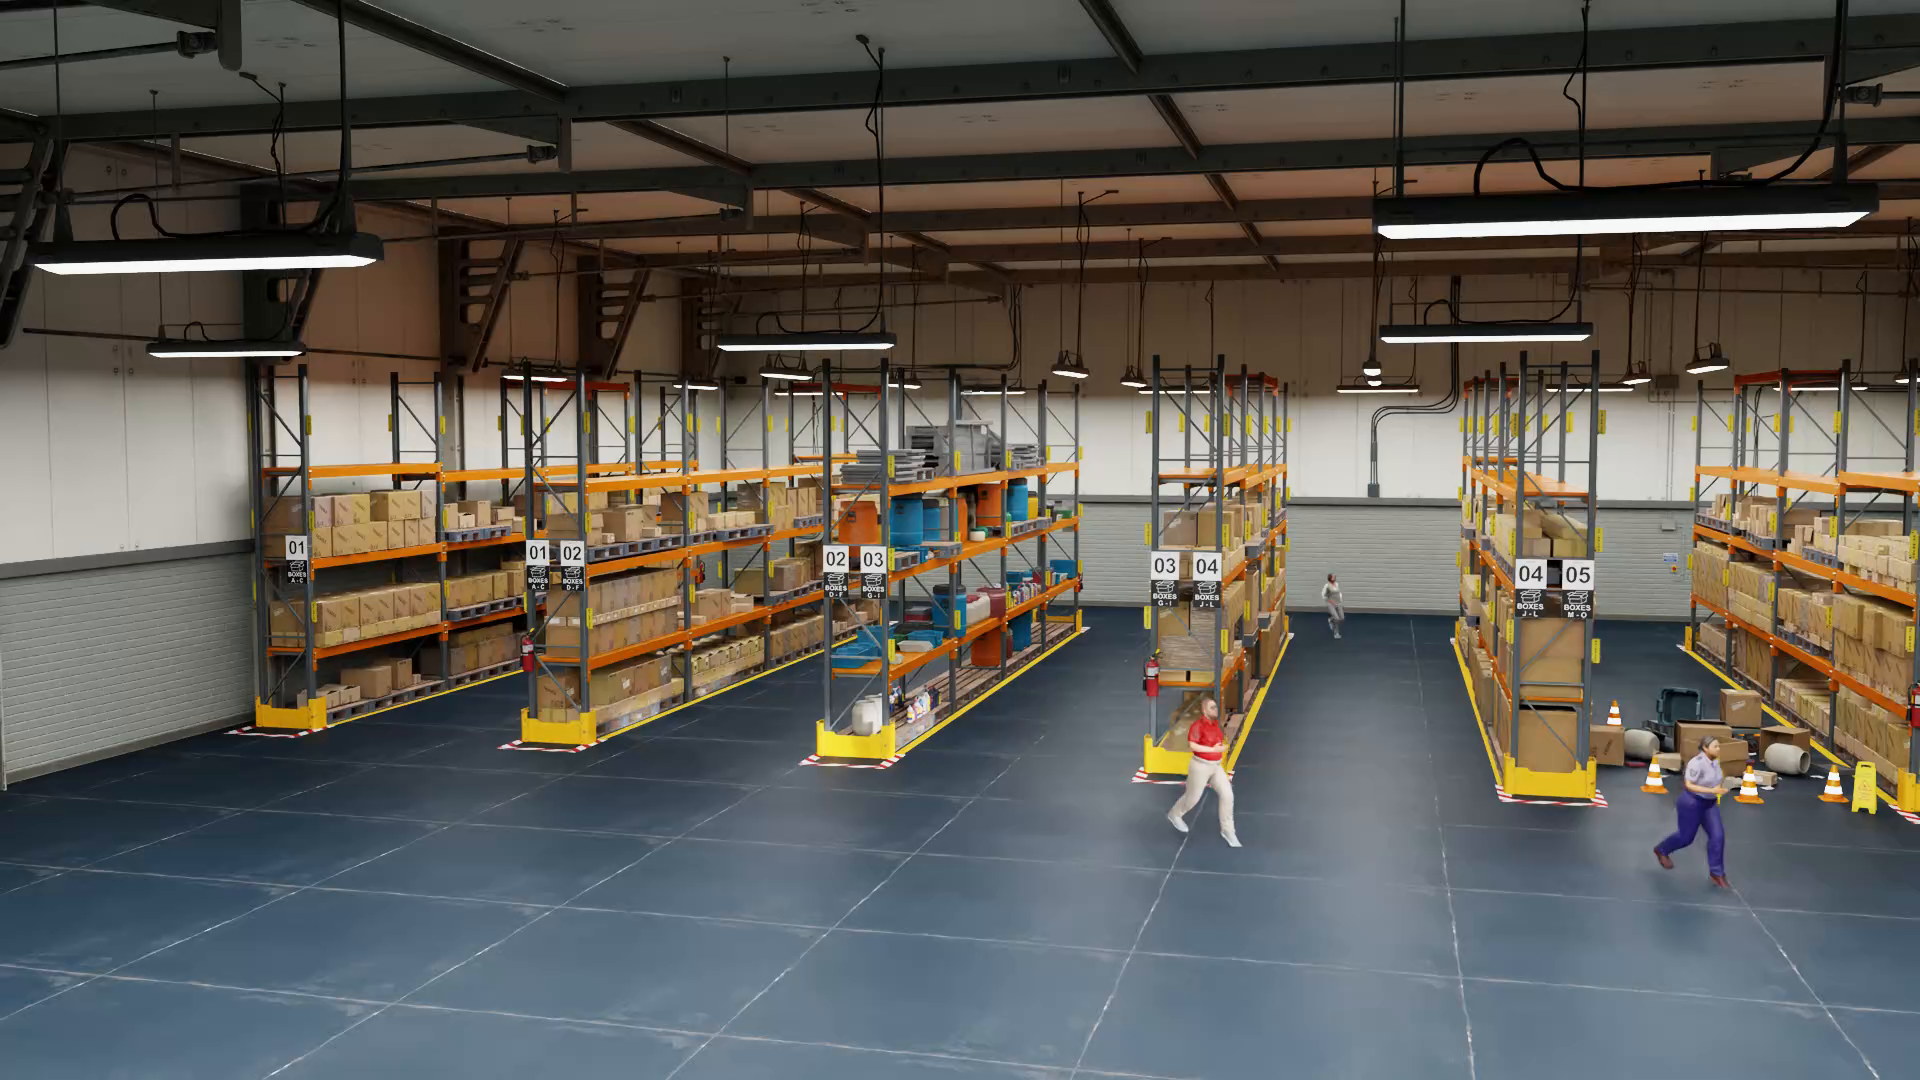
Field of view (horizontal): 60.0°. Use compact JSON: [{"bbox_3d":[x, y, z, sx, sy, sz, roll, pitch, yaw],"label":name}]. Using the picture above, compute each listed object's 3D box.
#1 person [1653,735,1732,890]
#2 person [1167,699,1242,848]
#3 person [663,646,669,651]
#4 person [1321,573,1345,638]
[{"bbox_3d":[8.069,2.949,18.268,0.634,1.683,0.929,-2,5,-31],"label":"person"},{"bbox_3d":[2.900,2.785,19.976,0.626,1.789,1.008,-3,5,-40],"label":"person"},{"bbox_3d":[-6.156,1.729,34.499,0.654,1.824,0.952,1,4,9],"label":"person"},{"bbox_3d":[8.794,1.541,39.300,0.557,1.523,0.541,-1,4,-19],"label":"person"}]
